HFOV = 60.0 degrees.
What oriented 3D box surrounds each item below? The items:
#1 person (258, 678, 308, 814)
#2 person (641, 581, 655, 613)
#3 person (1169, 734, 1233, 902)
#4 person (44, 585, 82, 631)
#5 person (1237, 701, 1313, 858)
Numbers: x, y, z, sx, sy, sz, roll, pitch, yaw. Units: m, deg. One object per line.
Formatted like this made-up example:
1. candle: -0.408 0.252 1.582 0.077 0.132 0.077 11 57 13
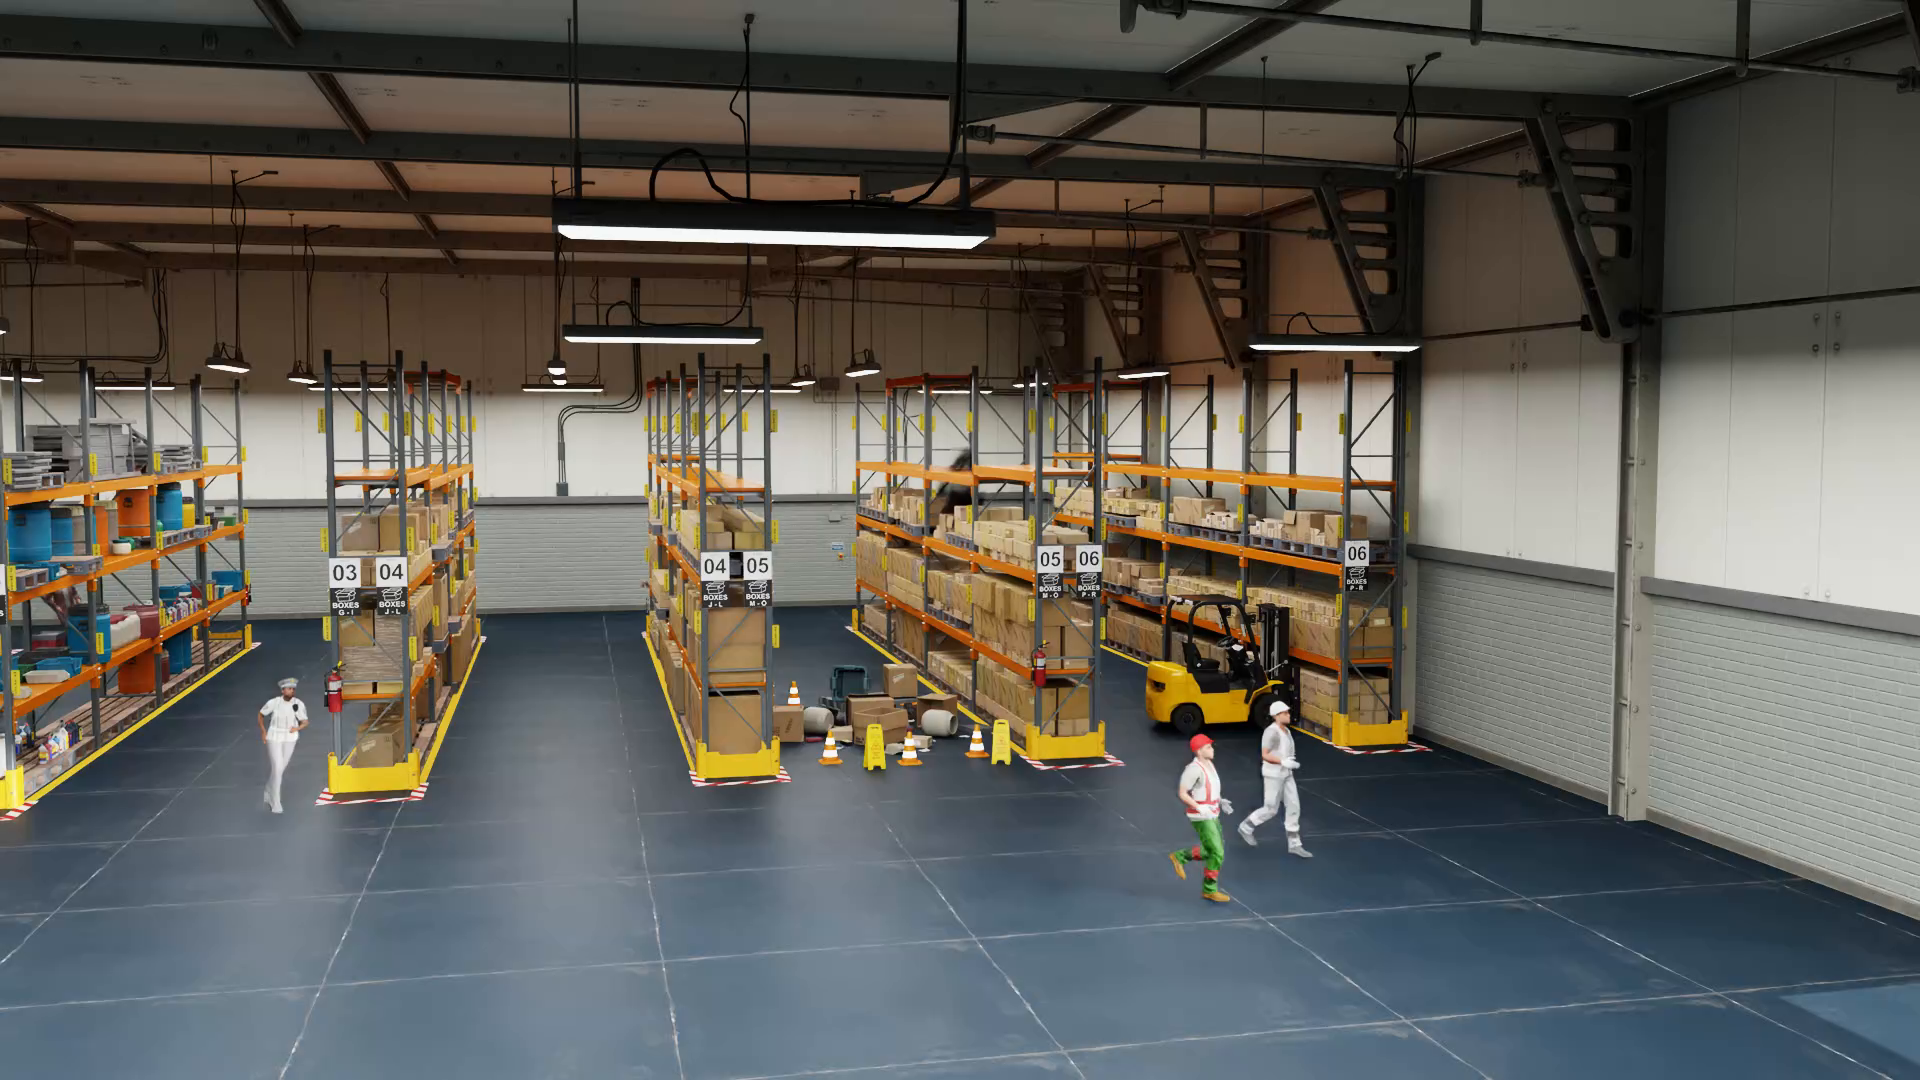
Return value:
1. person: -8.852 2.662 21.786 0.568 1.725 0.757 -4 5 -42
2. person: -7.384 1.339 40.273 0.636 1.729 0.716 -2 4 -25
3. person: 2.515 2.917 17.551 0.699 1.753 0.655 2 4 27
4. person: -19.841 1.591 36.886 0.610 1.704 0.715 2 5 31
5. person: 3.675 2.763 19.319 0.902 1.791 0.653 3 5 37
